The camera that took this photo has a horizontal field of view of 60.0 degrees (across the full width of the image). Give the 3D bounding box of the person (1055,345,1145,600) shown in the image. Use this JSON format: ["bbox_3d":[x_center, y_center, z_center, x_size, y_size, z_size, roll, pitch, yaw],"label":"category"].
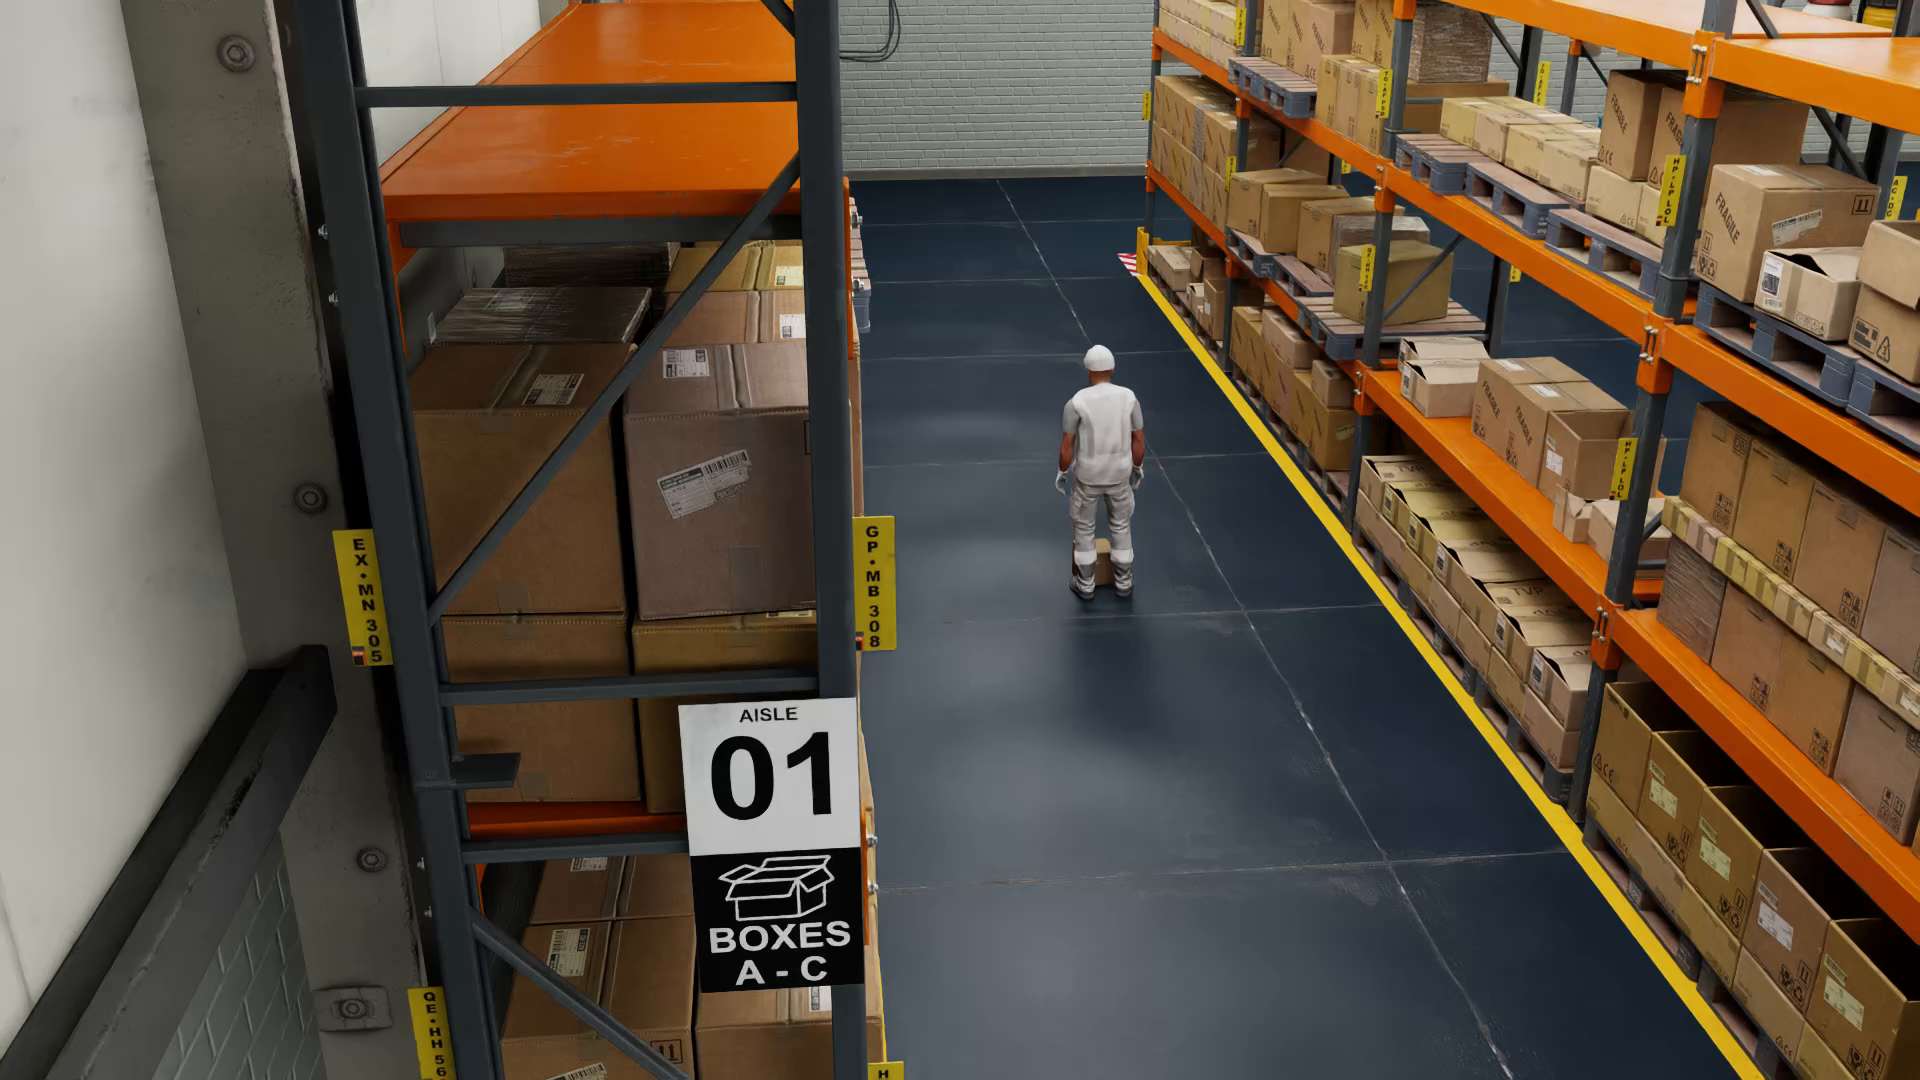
[{"bbox_3d":[0.959,-0.452,11.348,0.623,1.780,0.447,-3,24,-7],"label":"person"}]
